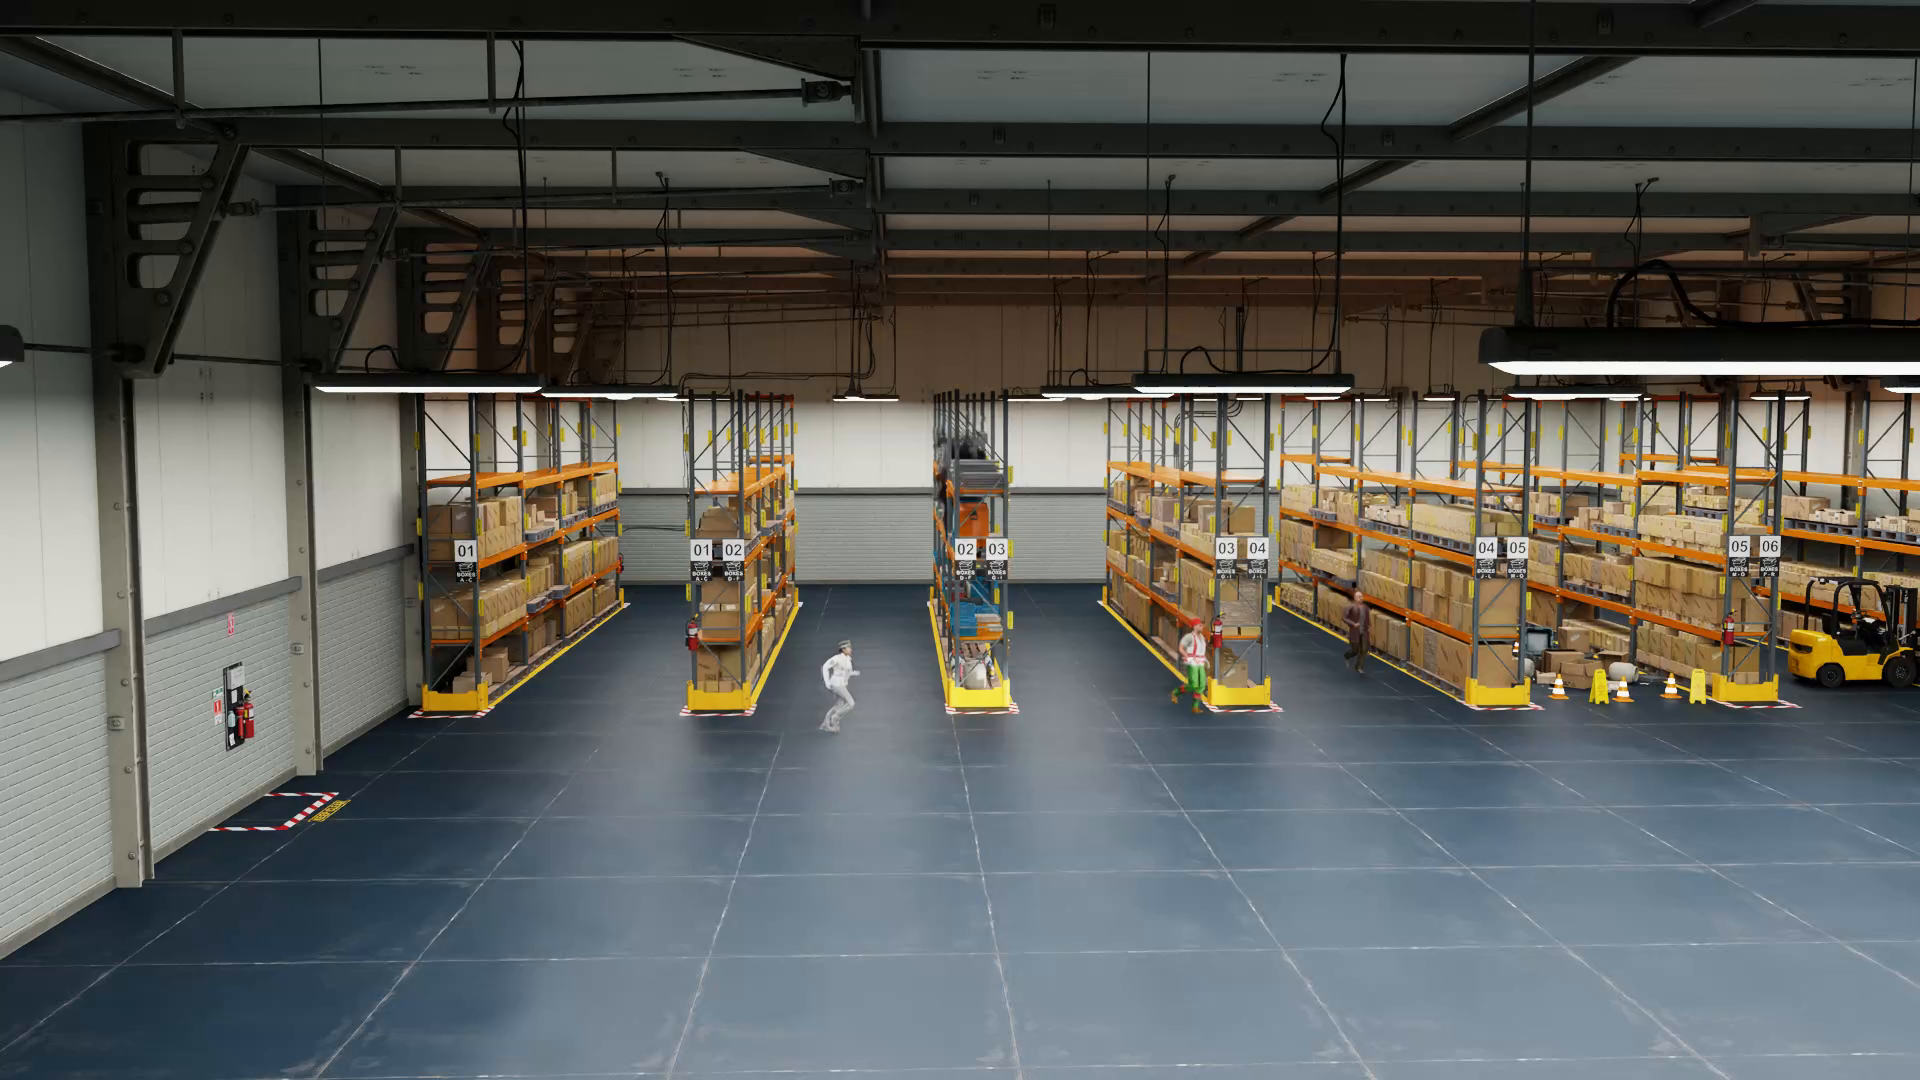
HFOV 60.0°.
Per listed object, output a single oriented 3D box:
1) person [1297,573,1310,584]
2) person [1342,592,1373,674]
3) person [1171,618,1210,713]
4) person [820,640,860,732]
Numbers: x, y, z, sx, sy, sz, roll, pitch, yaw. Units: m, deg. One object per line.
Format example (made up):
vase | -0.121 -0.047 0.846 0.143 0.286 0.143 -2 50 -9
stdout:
person | 10.262 0.835 49.143 0.865 1.797 0.669 0 5 1
person | 8.456 1.965 35.403 0.709 1.737 0.757 -1 5 -16
person | 4.395 2.328 31.070 0.712 1.724 0.767 -4 6 -42
person | -2.070 2.526 28.852 0.725 1.613 0.569 1 5 15
